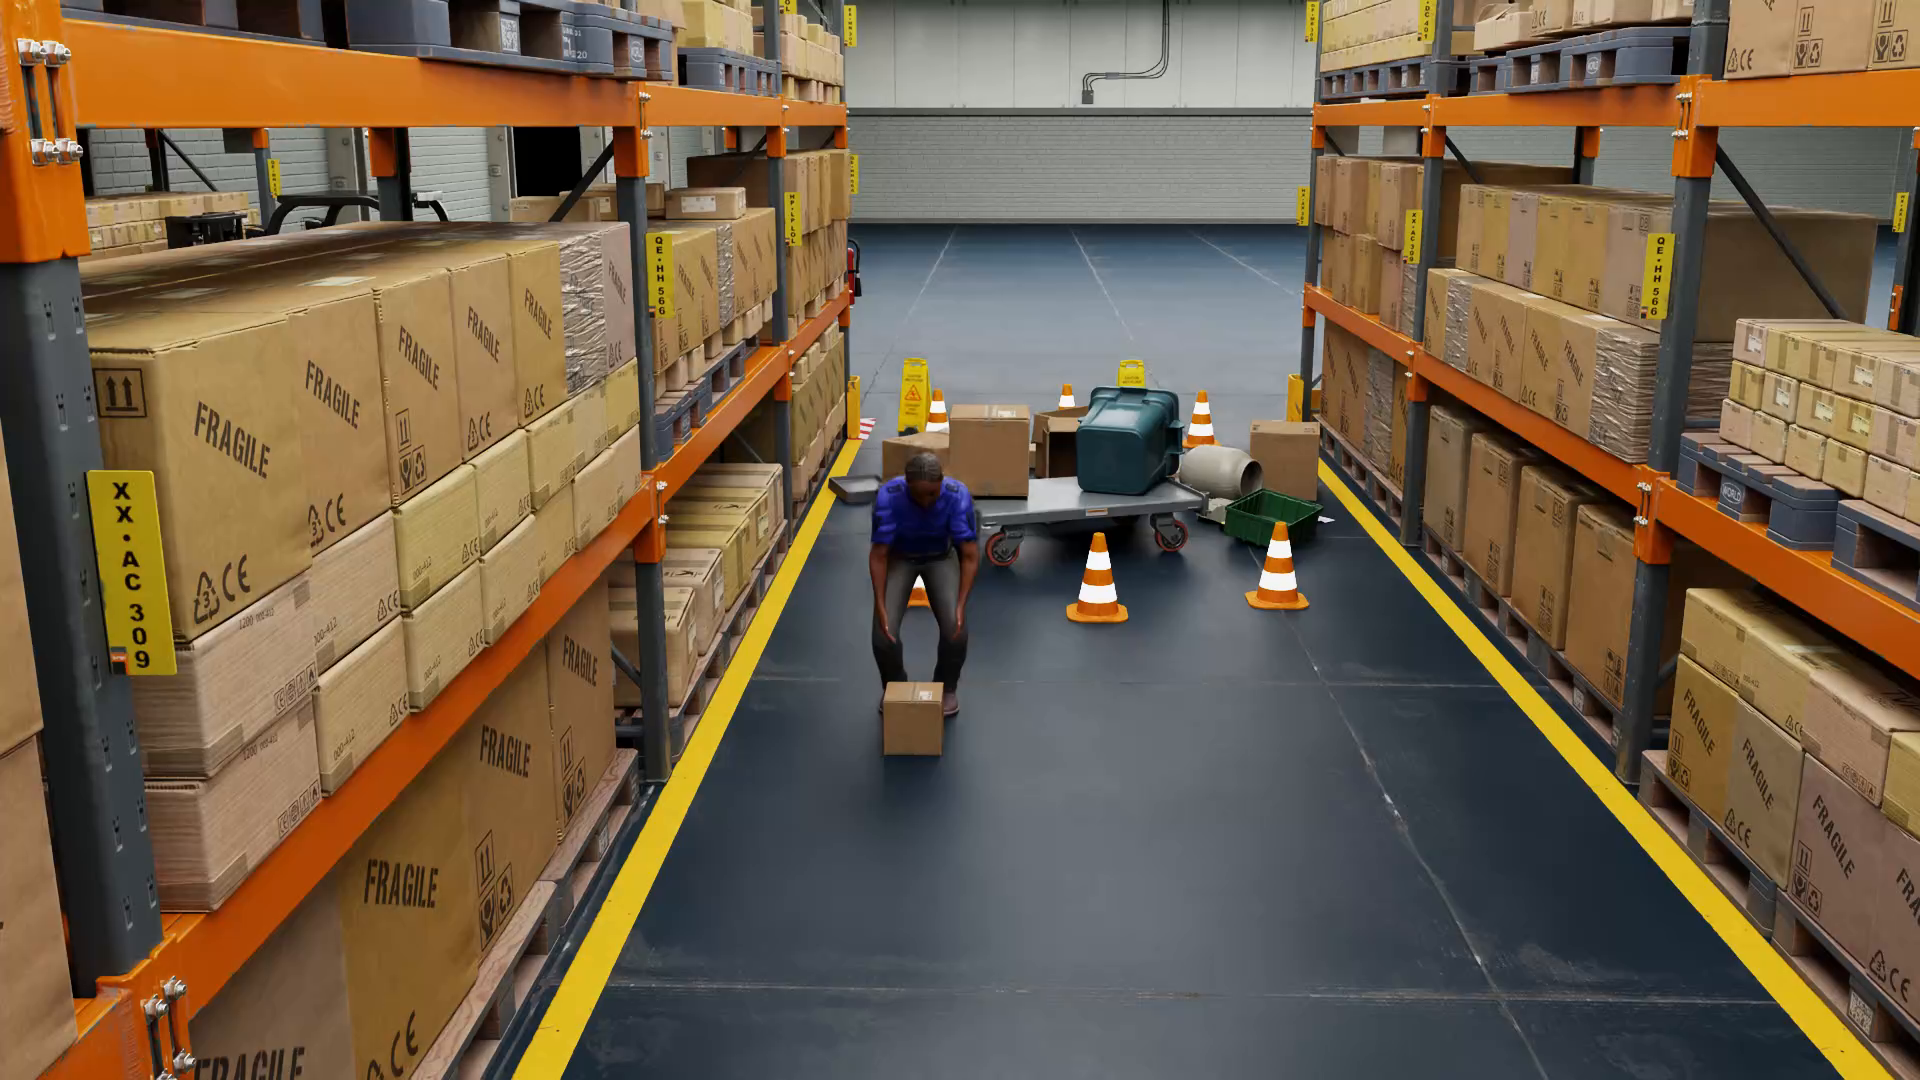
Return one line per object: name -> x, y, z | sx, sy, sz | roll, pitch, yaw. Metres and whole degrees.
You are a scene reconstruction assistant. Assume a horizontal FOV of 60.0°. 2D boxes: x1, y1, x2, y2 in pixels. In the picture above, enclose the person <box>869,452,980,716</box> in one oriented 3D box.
person -> -0.156, 0.183, 7.583 | 0.496, 1.277, 0.684 | 0, 14, 2
